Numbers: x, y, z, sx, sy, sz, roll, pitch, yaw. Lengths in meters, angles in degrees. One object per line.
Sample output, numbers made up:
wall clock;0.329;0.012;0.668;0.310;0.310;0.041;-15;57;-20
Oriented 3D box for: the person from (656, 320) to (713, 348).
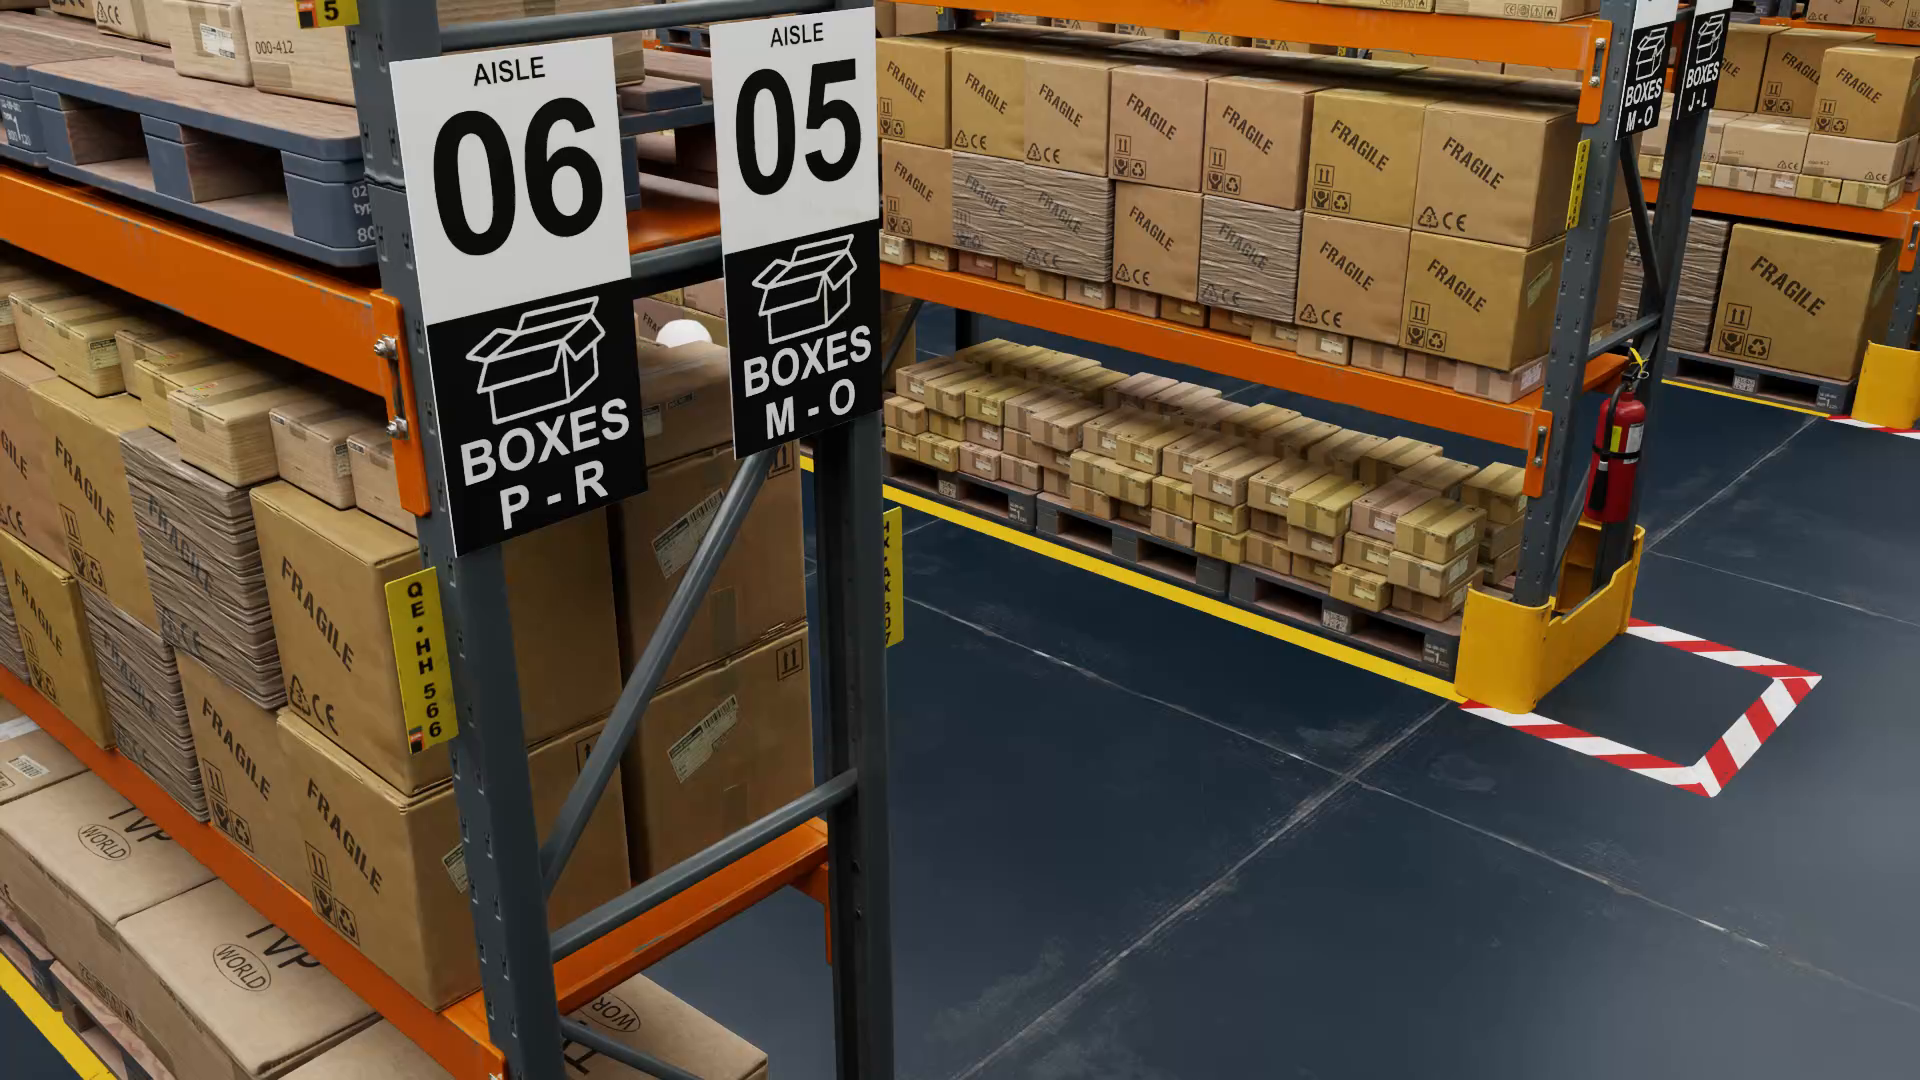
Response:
person;-1.193;0.030;6.528;0.736;1.728;0.591;-17;29;-34
